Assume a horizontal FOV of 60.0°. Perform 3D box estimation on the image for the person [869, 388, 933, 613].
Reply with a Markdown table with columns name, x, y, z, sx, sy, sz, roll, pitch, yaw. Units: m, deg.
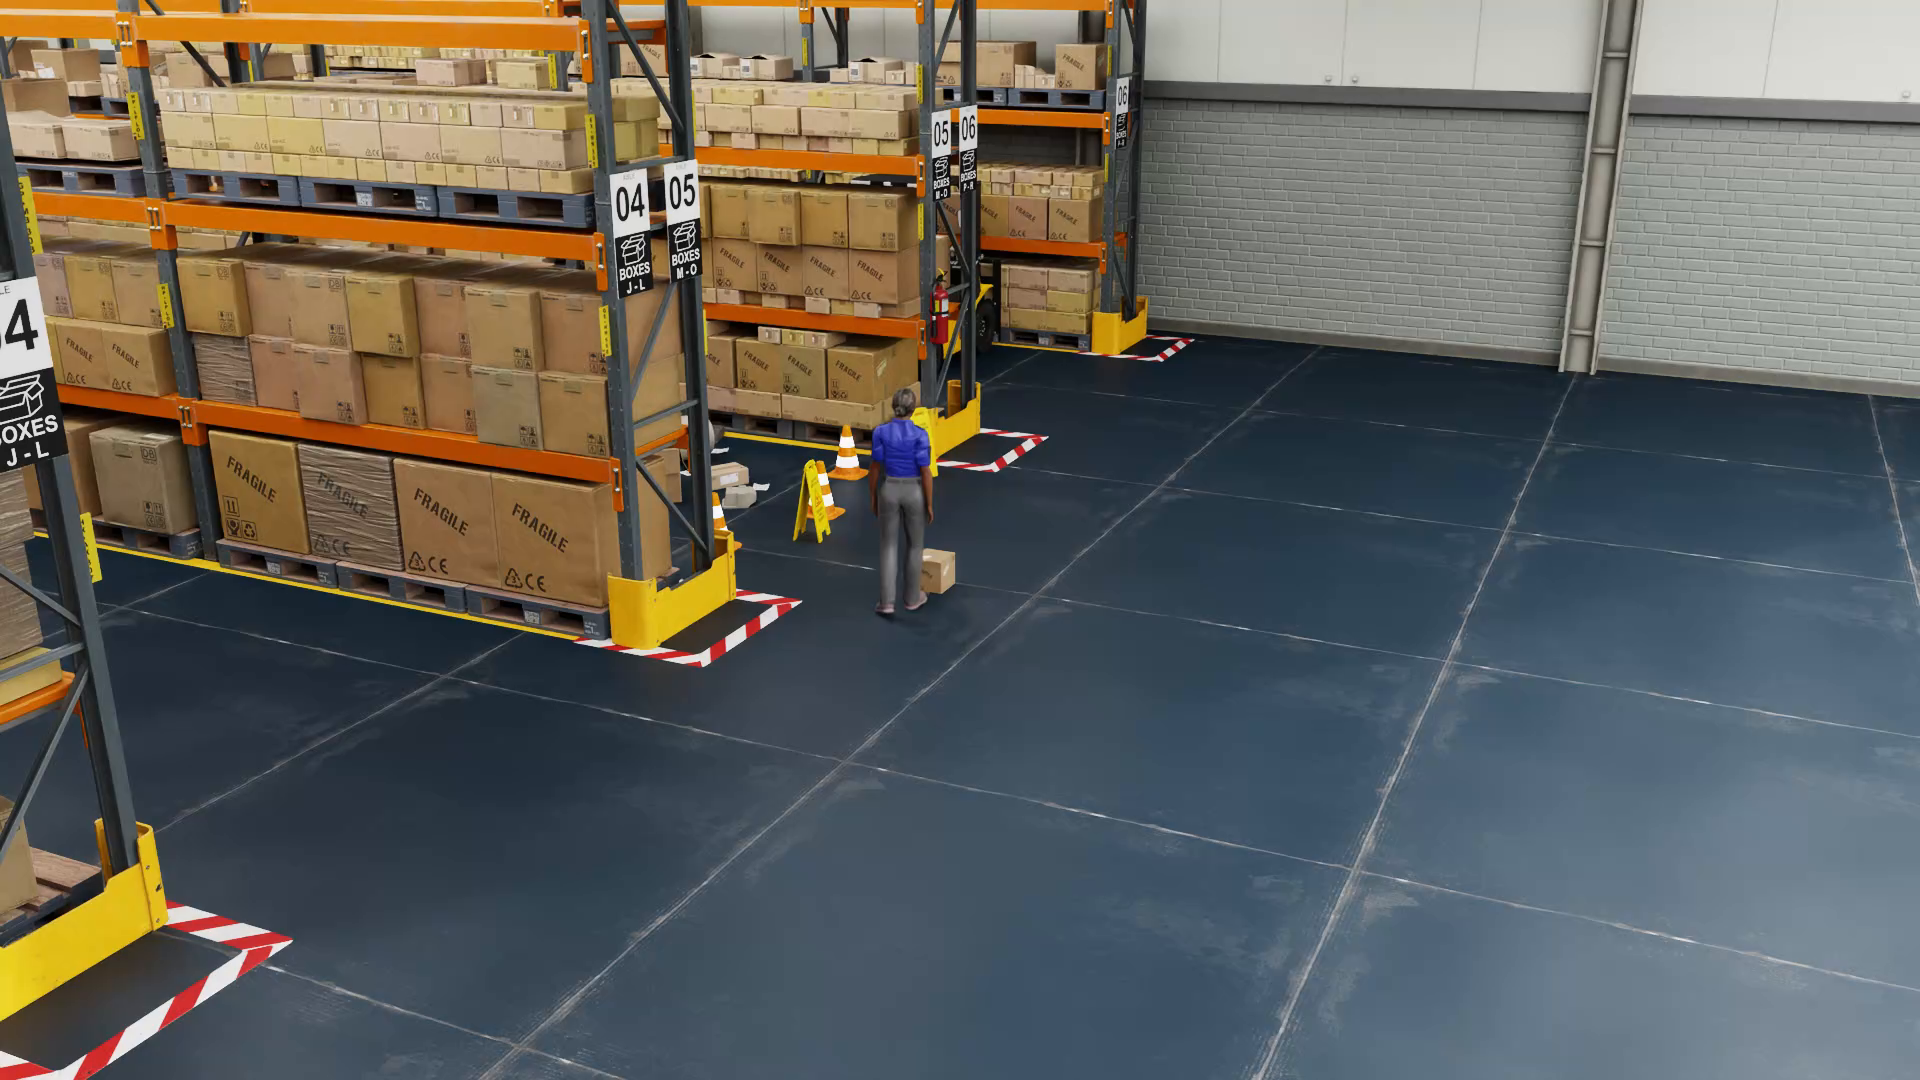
| name | x | y | z | sx | sy | sz | roll | pitch | yaw |
| --- | --- | --- | --- | --- | --- | --- | --- | --- | --- |
| person | -0.416 | -0.278 | 11.855 | 0.471 | 1.665 | 0.493 | 4 | 20 | 11 |
